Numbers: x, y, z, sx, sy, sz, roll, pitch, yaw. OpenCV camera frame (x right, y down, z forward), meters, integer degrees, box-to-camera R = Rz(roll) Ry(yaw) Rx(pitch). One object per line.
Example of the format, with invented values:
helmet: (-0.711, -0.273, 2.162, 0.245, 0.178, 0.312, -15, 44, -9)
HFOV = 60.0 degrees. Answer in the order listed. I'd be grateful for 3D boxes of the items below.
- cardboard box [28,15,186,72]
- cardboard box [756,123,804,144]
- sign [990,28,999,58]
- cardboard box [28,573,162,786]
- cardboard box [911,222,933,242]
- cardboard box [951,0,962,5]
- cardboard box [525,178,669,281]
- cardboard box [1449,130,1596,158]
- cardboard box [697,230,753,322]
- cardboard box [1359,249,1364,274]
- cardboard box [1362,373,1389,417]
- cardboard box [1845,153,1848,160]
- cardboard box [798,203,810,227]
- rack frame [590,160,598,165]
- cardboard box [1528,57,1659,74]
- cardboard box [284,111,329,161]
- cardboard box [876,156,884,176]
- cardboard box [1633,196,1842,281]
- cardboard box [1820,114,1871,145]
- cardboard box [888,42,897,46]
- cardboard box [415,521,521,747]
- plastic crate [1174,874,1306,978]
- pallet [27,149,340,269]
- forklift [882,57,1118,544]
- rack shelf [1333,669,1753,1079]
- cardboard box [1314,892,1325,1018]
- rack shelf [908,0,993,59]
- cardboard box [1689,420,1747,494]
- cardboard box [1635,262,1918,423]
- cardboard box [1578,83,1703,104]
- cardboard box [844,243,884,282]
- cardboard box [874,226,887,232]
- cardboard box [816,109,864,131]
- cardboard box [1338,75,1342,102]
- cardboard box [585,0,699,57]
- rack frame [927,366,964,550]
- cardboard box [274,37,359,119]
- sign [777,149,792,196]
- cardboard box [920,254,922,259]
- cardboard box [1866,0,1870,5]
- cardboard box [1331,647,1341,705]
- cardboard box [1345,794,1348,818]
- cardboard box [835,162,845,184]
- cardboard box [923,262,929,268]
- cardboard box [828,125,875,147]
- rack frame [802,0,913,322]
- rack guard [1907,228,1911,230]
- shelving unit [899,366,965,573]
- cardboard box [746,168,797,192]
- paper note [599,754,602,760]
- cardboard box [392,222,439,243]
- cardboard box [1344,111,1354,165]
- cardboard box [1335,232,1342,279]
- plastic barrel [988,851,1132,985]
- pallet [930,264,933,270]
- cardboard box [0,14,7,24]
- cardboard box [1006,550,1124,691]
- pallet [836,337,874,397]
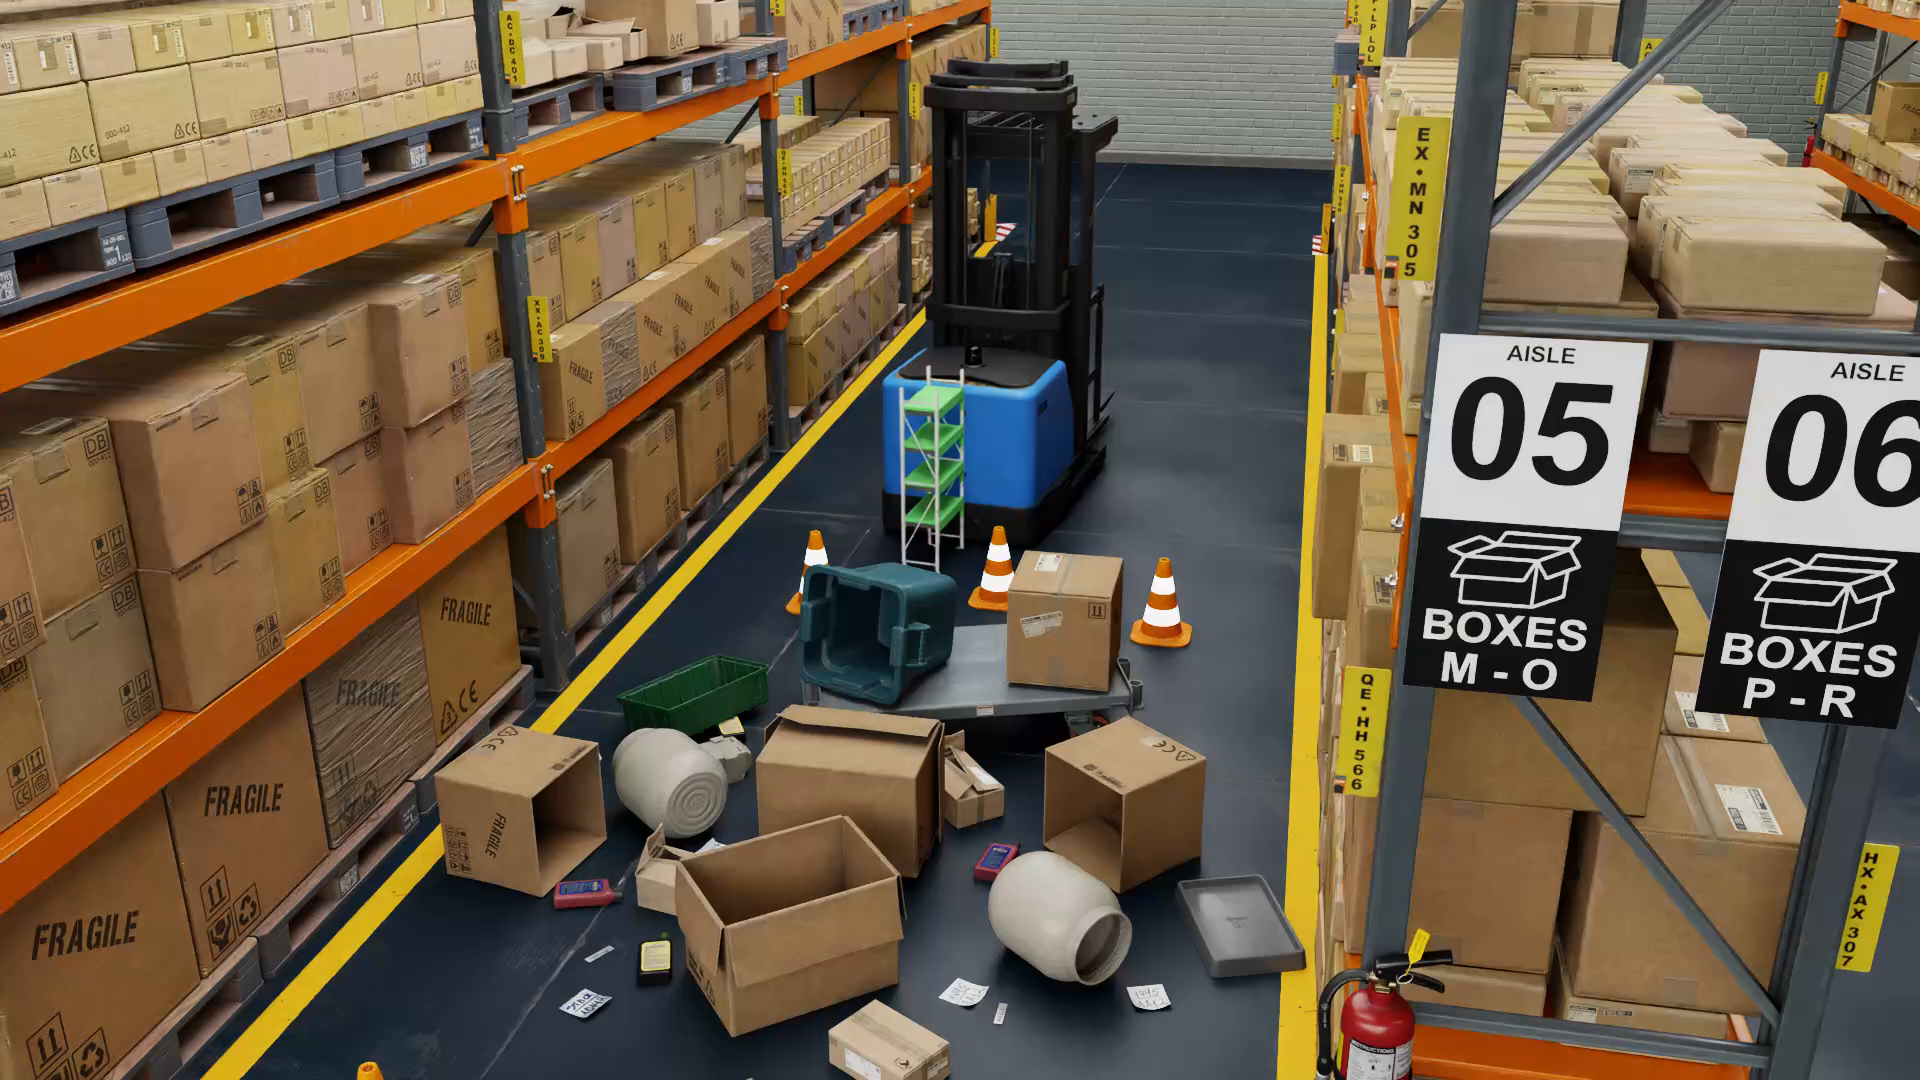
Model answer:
cardboard box: (-2.773, -1.618, 5.413, 0.380, 0.149, 0.250, 4, 22, 10)
cardboard box: (-1.601, -3.607, 14.773, 0.380, 0.149, 0.250, 5, 22, 11)
sign: (0.391, -5.655, 18.906, 0.100, 0.325, 0.005, 4, 22, 11)
cardboard box: (-3.291, 0.419, 5.597, 0.875, 0.550, 0.550, 4, 22, 11)
cardboard box: (-0.411, -3.193, 17.224, 0.380, 0.149, 0.250, 5, 22, 12)
cardboard box: (-0.283, -5.593, 16.910, 0.500, 0.250, 0.500, 5, 23, 13)
cardboard box: (-2.191, -1.882, 10.039, 0.700, 0.500, 0.500, 4, 22, 10)
cardboard box: (1.595, -1.077, 4.767, 0.380, 0.149, 0.250, 4, 22, 9)
cardboard box: (-1.713, -1.774, 11.109, 0.500, 0.500, 0.500, 4, 22, 11)
cardboard box: (2.350, -1.227, 8.791, 0.500, 0.500, 0.500, 5, 23, 13)
cardboard box: (1.695, -0.231, 5.542, 0.700, 0.500, 0.500, 4, 22, 11)
cardboard box: (9.216, -3.892, 16.839, 0.380, 0.149, 0.250, 4, 22, 10)
cardboard box: (-1.383, -2.518, 12.866, 0.380, 0.149, 0.250, 6, 23, 14)
rack frame: (-4.984, -5.436, 20.335, 1.000, 3.000, 0.127, 4, 22, 11)
cardboard box: (2.781, -1.991, 7.407, 0.500, 0.250, 0.500, 4, 22, 9)
cardboard box: (-2.617, -1.525, 6.249, 0.380, 0.149, 0.250, 4, 22, 10)
cardboard box: (-0.904, -3.381, 15.007, 0.380, 0.149, 0.250, 5, 22, 11)
cardboard box: (1.761, -0.681, 3.784, 0.380, 0.149, 0.250, 4, 22, 11)
cardboard box: (9.221, -4.226, 17.135, 0.500, 0.250, 0.500, 5, 22, 11)
cardboard box: (-0.915, -4.774, 16.822, 0.500, 0.500, 0.500, 5, 22, 12)
cardboard box: (-2.794, 0.383, 8.169, 0.875, 0.875, 0.875, 5, 22, 12)
plastic crate: (1.146, 1.574, 6.838, 0.402, 0.080, 0.583, -3, 22, -8)
pallet: (-3.026, -1.239, 6.019, 1.003, 0.211, 1.213, 4, 22, 11)
forklift: (0.435, -1.853, 11.531, 1.130, 2.935, 3.031, 7, 23, 17)
rack shelf: (1.861, 0.773, 5.881, 1.077, 0.370, 4.000, 4, 22, 11)
cardboard box: (1.569, 1.555, 6.096, 0.500, 0.250, 0.500, 4, 22, 9)
rack shelf: (-0.557, -5.347, 17.063, 1.077, 0.370, 4.000, 4, 22, 11)
cardboard box: (1.839, -0.200, 3.657, 0.380, 0.149, 0.250, 4, 22, 11)
cardboard box: (1.816, -0.452, 3.749, 0.500, 0.250, 0.500, 4, 22, 10)
cardboard box: (2.375, -1.510, 5.841, 0.380, 0.149, 0.250, 5, 22, 12)
cardboard box: (-0.987, -2.462, 14.733, 0.500, 0.250, 0.500, 6, 23, 13)
cardboard box: (-0.961, -3.133, 17.076, 0.380, 0.149, 0.250, 5, 23, 13)
cardboard box: (-1.143, -3.941, 16.091, 0.500, 0.500, 0.500, 4, 22, 11)
cardboard box: (4.242, -4.847, 17.402, 0.500, 0.500, 0.500, 4, 22, 9)
cardboard box: (-1.862, -3.117, 9.733, 0.500, 0.500, 0.500, 4, 22, 11)
rack frame: (-0.091, -0.510, 10.515, 0.240, 1.200, 0.015, 7, 23, 17)
cardboard box: (-2.654, -1.766, 6.314, 0.500, 0.250, 0.500, 4, 22, 10)
sign: (-1.237, -2.591, 11.722, 0.100, 0.325, 0.005, 4, 22, 11)
cardboard box: (-0.599, -2.868, 16.815, 0.380, 0.149, 0.250, 4, 22, 11)
cardboard box: (9.257, -5.382, 16.522, 0.380, 0.149, 0.250, 5, 22, 12)
cardboard box: (1.697, 0.565, 6.683, 0.380, 0.149, 0.250, 5, 23, 13)
cardboard box: (1.401, 0.585, 4.855, 0.500, 0.500, 0.500, 5, 22, 11)
cardboard box: (-1.173, -3.043, 13.770, 0.380, 0.149, 0.250, 5, 23, 13)
cardboard box: (-0.522, -2.731, 16.874, 0.380, 0.149, 0.250, 4, 22, 11)
cardboard box: (-0.964, -3.558, 14.650, 0.380, 0.149, 0.250, 4, 22, 9)
rack frame: (-0.965, -3.558, 15.673, 1.000, 3.000, 0.127, 4, 22, 11)
rack guard: (9.562, -3.116, 17.922, 1.175, 0.500, 0.348, 4, 22, 11)
shelving unit: (-0.167, -0.424, 10.300, 0.258, 1.200, 0.503, 7, 23, 17)
cardboard box: (-1.445, -2.702, 12.525, 0.380, 0.149, 0.250, 4, 22, 9)
paper note: (-1.848, 1.060, 8.181, 0.147, 0.020, 0.142, -11, 25, -26)
cardboard box: (-5.911, -2.947, 16.437, 1.225, 0.875, 0.875, 5, 22, 11)
cardboard box: (3.250, -3.028, 12.884, 0.500, 0.500, 0.500, 4, 22, 10)
cardboard box: (3.023, -2.078, 12.198, 0.500, 0.250, 0.500, 5, 22, 12)
plastic barrel: (0.392, 1.495, 6.574, 0.421, 0.421, 0.512, -16, 27, -35)
pallet: (-0.616, -2.960, 17.921, 1.003, 0.211, 1.213, 4, 22, 11)
cardboard box: (-3.417, -1.669, 5.541, 0.380, 0.149, 0.250, 4, 22, 10)
cardboard box: (0.521, 0.392, 8.198, 0.500, 0.500, 0.500, 4, 22, 11)
pallet: (-1.369, -1.532, 14.375, 1.003, 0.211, 1.213, 4, 22, 11)
